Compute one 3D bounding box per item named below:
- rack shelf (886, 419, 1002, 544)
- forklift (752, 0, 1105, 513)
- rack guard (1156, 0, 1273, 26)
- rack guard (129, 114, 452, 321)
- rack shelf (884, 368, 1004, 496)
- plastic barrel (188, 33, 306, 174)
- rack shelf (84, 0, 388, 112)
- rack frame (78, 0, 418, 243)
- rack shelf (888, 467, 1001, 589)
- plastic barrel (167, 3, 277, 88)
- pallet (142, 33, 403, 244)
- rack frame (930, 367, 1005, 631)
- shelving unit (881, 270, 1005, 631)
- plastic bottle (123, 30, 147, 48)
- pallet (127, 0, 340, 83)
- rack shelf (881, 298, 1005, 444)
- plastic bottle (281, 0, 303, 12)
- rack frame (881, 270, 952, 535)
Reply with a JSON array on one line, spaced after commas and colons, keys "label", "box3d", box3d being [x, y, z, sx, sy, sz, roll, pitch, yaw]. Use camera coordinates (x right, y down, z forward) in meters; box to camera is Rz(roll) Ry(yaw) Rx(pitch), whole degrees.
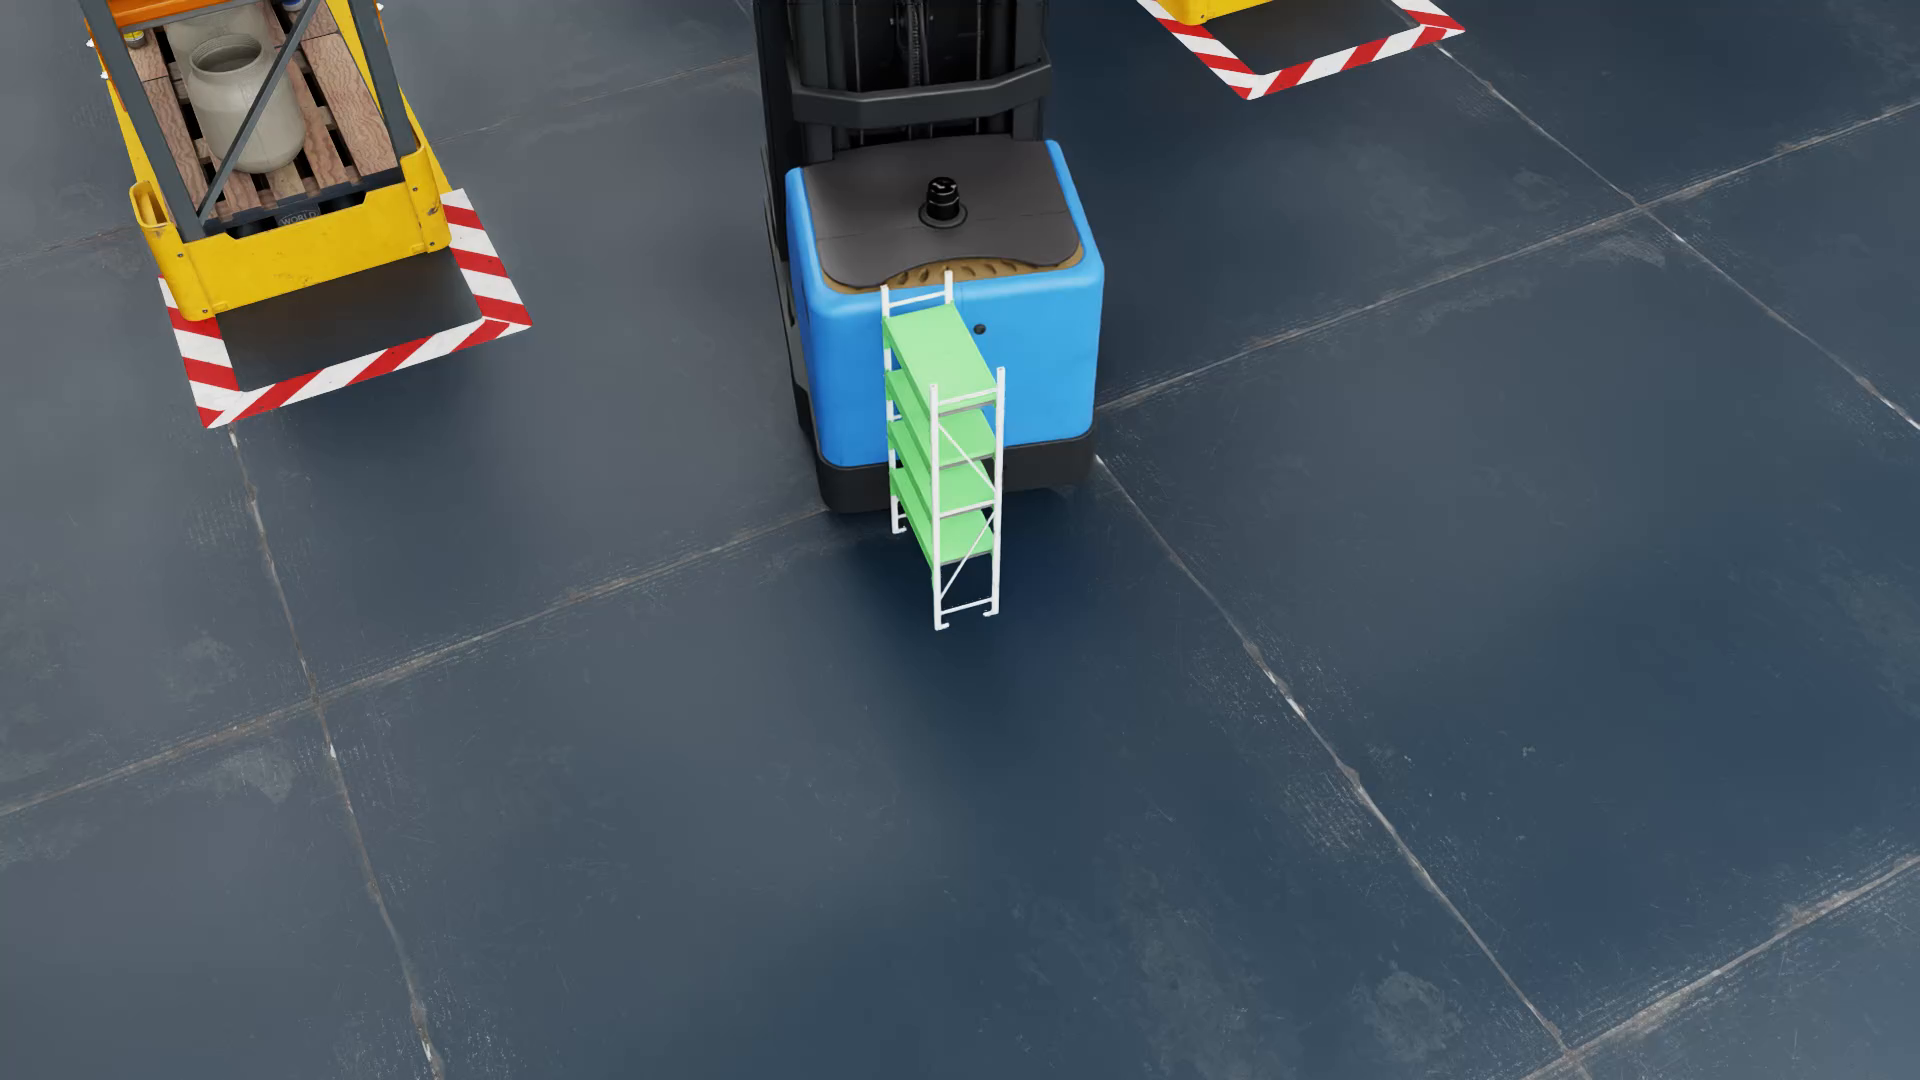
[{"label": "rack shelf", "box3d": [-0.059, -0.235, 5.744, 0.258, 0.148, 0.480, -15, 51, -13]}, {"label": "forklift", "box3d": [-0.259, -2.196, 6.223, 1.130, 2.935, 3.031, -8, 49, -7]}, {"label": "rack guard", "box3d": [1.602, -3.114, 8.642, 1.175, 0.500, 0.348, -21, 52, -18]}, {"label": "rack guard", "box3d": [-2.844, -1.392, 7.136, 1.175, 0.500, 0.348, -21, 52, -18]}, {"label": "rack shelf", "box3d": [-0.059, -0.393, 5.563, 0.258, 0.148, 0.480, -15, 51, -13]}, {"label": "plastic barrel", "box3d": [-3.137, -1.914, 7.305, 0.421, 0.512, 0.421, 0, 49, 0]}, {"label": "rack shelf", "box3d": [-3.683, -3.282, 7.606, 1.077, 0.370, 4.000, -21, 52, -18]}, {"label": "rack frame", "box3d": [-2.768, -2.181, 6.164, 1.000, 3.000, 0.127, -21, 52, -18]}, {"label": "rack shelf", "box3d": [-0.059, -0.077, 5.924, 0.258, 0.148, 0.480, -15, 51, -13]}, {"label": "plastic barrel", "box3d": [-3.366, -2.249, 7.598, 0.421, 0.512, 0.421, 0, 49, 0]}, {"label": "pallet", "box3d": [-3.211, -1.843, 7.721, 1.003, 0.211, 1.213, -21, 52, -18]}, {"label": "rack frame", "box3d": [0.023, -0.104, 5.544, 0.240, 1.200, 0.015, -15, 51, -13]}, {"label": "shelving unit", "box3d": [-0.059, -0.277, 5.696, 0.258, 1.200, 0.503, -15, 51, -13]}, {"label": "plastic bottle", "box3d": [-3.998, -2.482, 7.995, 0.097, 0.201, 0.097, 0, 49, 0]}, {"label": "pallet", "box3d": [-3.765, -2.658, 8.435, 1.003, 0.211, 1.213, -21, 52, -18]}, {"label": "rack shelf", "box3d": [-0.059, -0.551, 5.382, 0.258, 0.148, 0.480, -15, 51, -13]}, {"label": "plastic bottle", "box3d": [-3.320, -2.748, 8.181, 0.097, 0.271, 0.097, 0, 49, 0]}, {"label": "rack frame", "box3d": [-0.140, -0.451, 5.847, 0.240, 1.200, 0.015, -15, 51, -13]}]
